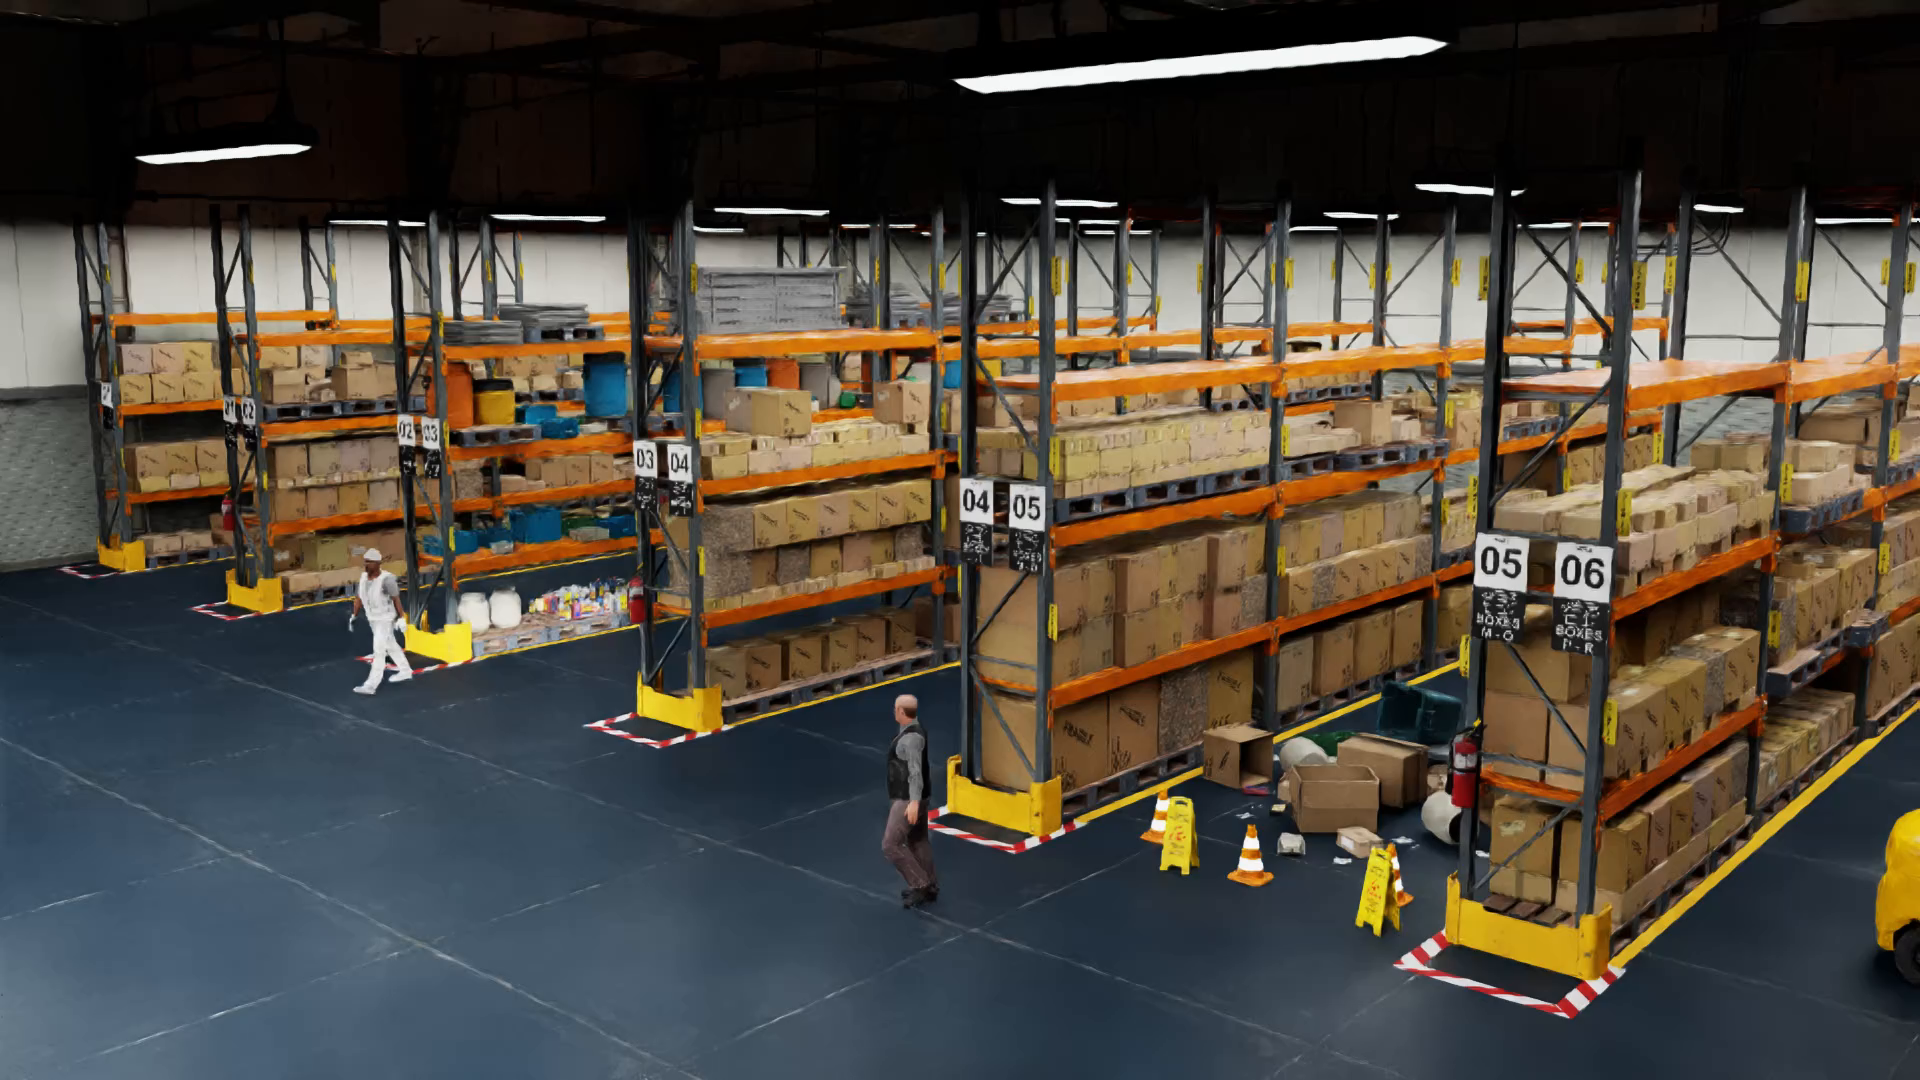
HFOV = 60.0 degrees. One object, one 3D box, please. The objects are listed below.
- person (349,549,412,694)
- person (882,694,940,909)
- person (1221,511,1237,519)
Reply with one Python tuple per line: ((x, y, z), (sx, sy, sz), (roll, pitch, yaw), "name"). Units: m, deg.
((-7.103, 0.959, 20.247), (0.554, 1.724, 1.029), (6, 11, 33), "person")
((-0.392, 2.100, 13.493), (0.455, 1.707, 0.631), (1, 9, 3), "person")
((3.921, 0.345, 24.288), (0.455, 1.588, 1.089), (8, 12, 39), "person")
